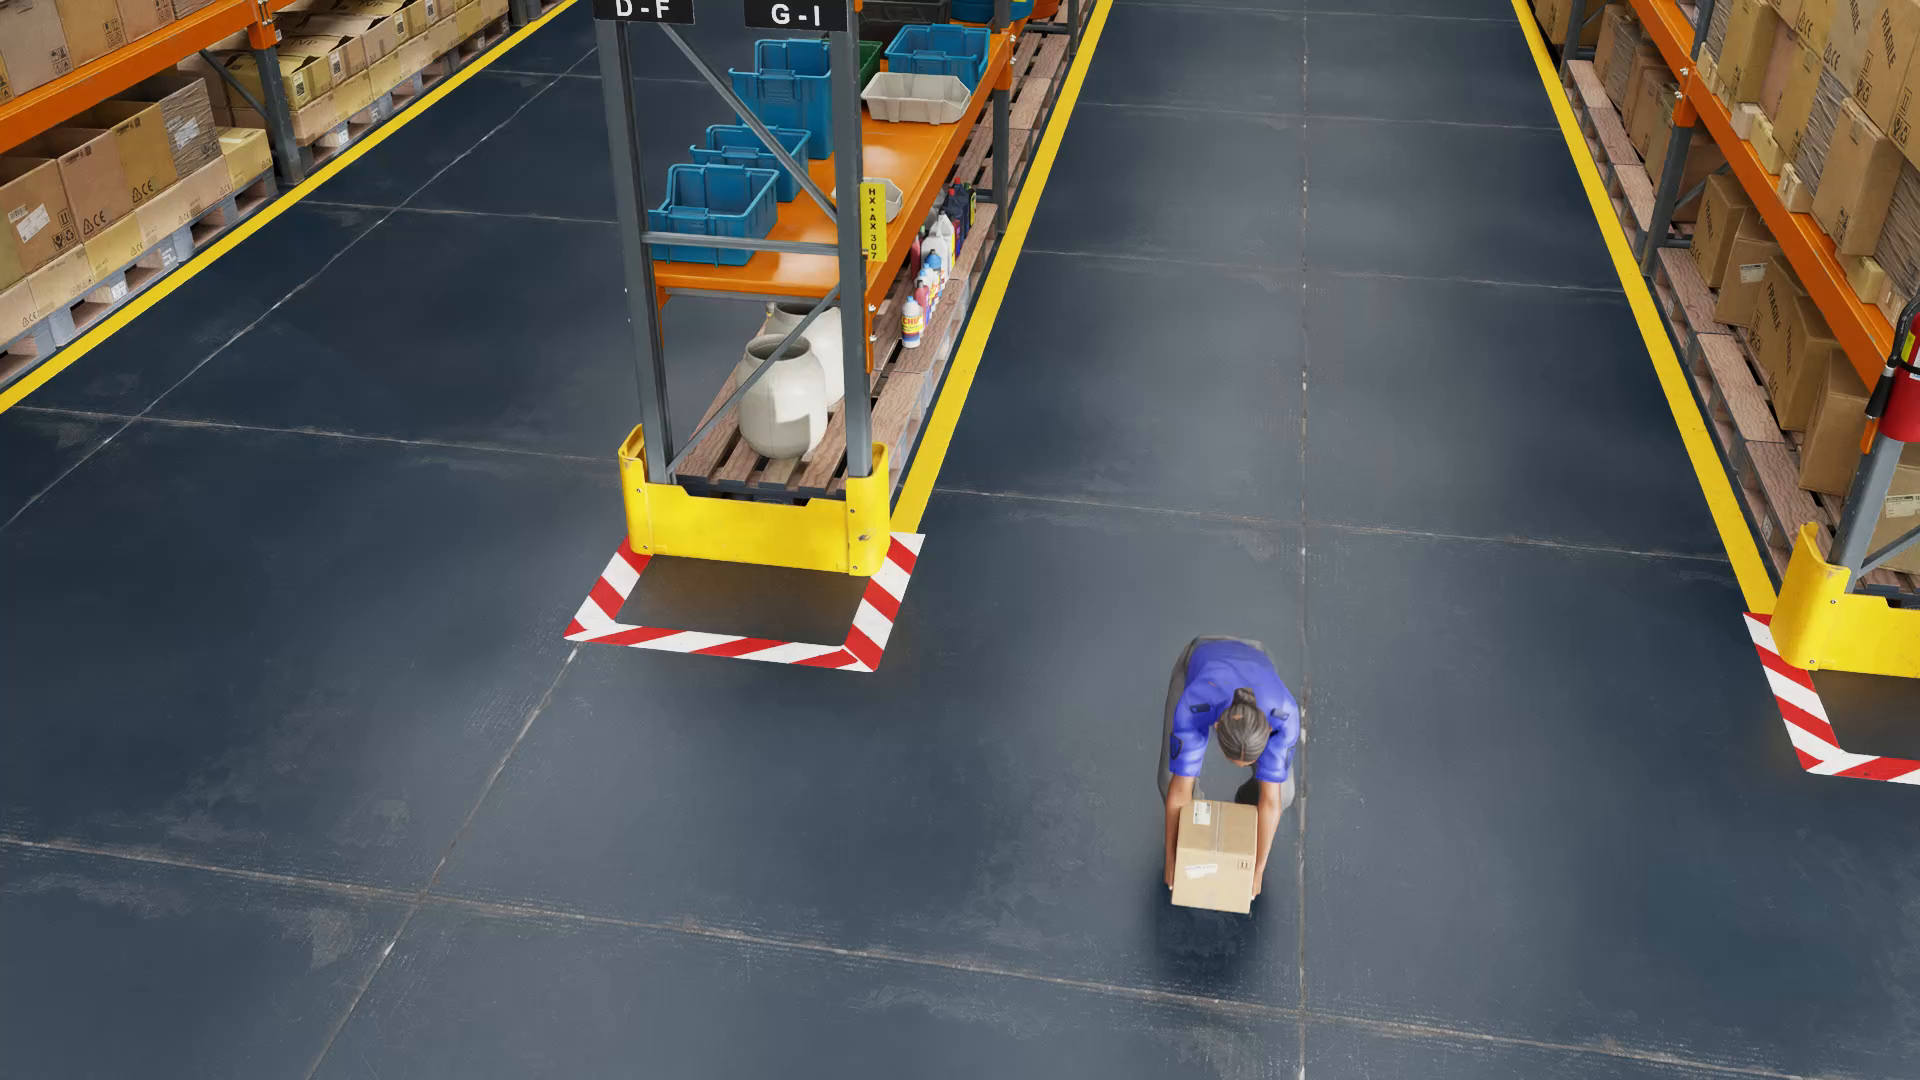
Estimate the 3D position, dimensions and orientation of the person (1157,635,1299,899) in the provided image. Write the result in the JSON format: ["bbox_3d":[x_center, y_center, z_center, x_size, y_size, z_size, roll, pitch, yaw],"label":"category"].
[{"bbox_3d":[0.911,0.741,5.653,0.464,0.943,0.857,4,33,6],"label":"person"}]
